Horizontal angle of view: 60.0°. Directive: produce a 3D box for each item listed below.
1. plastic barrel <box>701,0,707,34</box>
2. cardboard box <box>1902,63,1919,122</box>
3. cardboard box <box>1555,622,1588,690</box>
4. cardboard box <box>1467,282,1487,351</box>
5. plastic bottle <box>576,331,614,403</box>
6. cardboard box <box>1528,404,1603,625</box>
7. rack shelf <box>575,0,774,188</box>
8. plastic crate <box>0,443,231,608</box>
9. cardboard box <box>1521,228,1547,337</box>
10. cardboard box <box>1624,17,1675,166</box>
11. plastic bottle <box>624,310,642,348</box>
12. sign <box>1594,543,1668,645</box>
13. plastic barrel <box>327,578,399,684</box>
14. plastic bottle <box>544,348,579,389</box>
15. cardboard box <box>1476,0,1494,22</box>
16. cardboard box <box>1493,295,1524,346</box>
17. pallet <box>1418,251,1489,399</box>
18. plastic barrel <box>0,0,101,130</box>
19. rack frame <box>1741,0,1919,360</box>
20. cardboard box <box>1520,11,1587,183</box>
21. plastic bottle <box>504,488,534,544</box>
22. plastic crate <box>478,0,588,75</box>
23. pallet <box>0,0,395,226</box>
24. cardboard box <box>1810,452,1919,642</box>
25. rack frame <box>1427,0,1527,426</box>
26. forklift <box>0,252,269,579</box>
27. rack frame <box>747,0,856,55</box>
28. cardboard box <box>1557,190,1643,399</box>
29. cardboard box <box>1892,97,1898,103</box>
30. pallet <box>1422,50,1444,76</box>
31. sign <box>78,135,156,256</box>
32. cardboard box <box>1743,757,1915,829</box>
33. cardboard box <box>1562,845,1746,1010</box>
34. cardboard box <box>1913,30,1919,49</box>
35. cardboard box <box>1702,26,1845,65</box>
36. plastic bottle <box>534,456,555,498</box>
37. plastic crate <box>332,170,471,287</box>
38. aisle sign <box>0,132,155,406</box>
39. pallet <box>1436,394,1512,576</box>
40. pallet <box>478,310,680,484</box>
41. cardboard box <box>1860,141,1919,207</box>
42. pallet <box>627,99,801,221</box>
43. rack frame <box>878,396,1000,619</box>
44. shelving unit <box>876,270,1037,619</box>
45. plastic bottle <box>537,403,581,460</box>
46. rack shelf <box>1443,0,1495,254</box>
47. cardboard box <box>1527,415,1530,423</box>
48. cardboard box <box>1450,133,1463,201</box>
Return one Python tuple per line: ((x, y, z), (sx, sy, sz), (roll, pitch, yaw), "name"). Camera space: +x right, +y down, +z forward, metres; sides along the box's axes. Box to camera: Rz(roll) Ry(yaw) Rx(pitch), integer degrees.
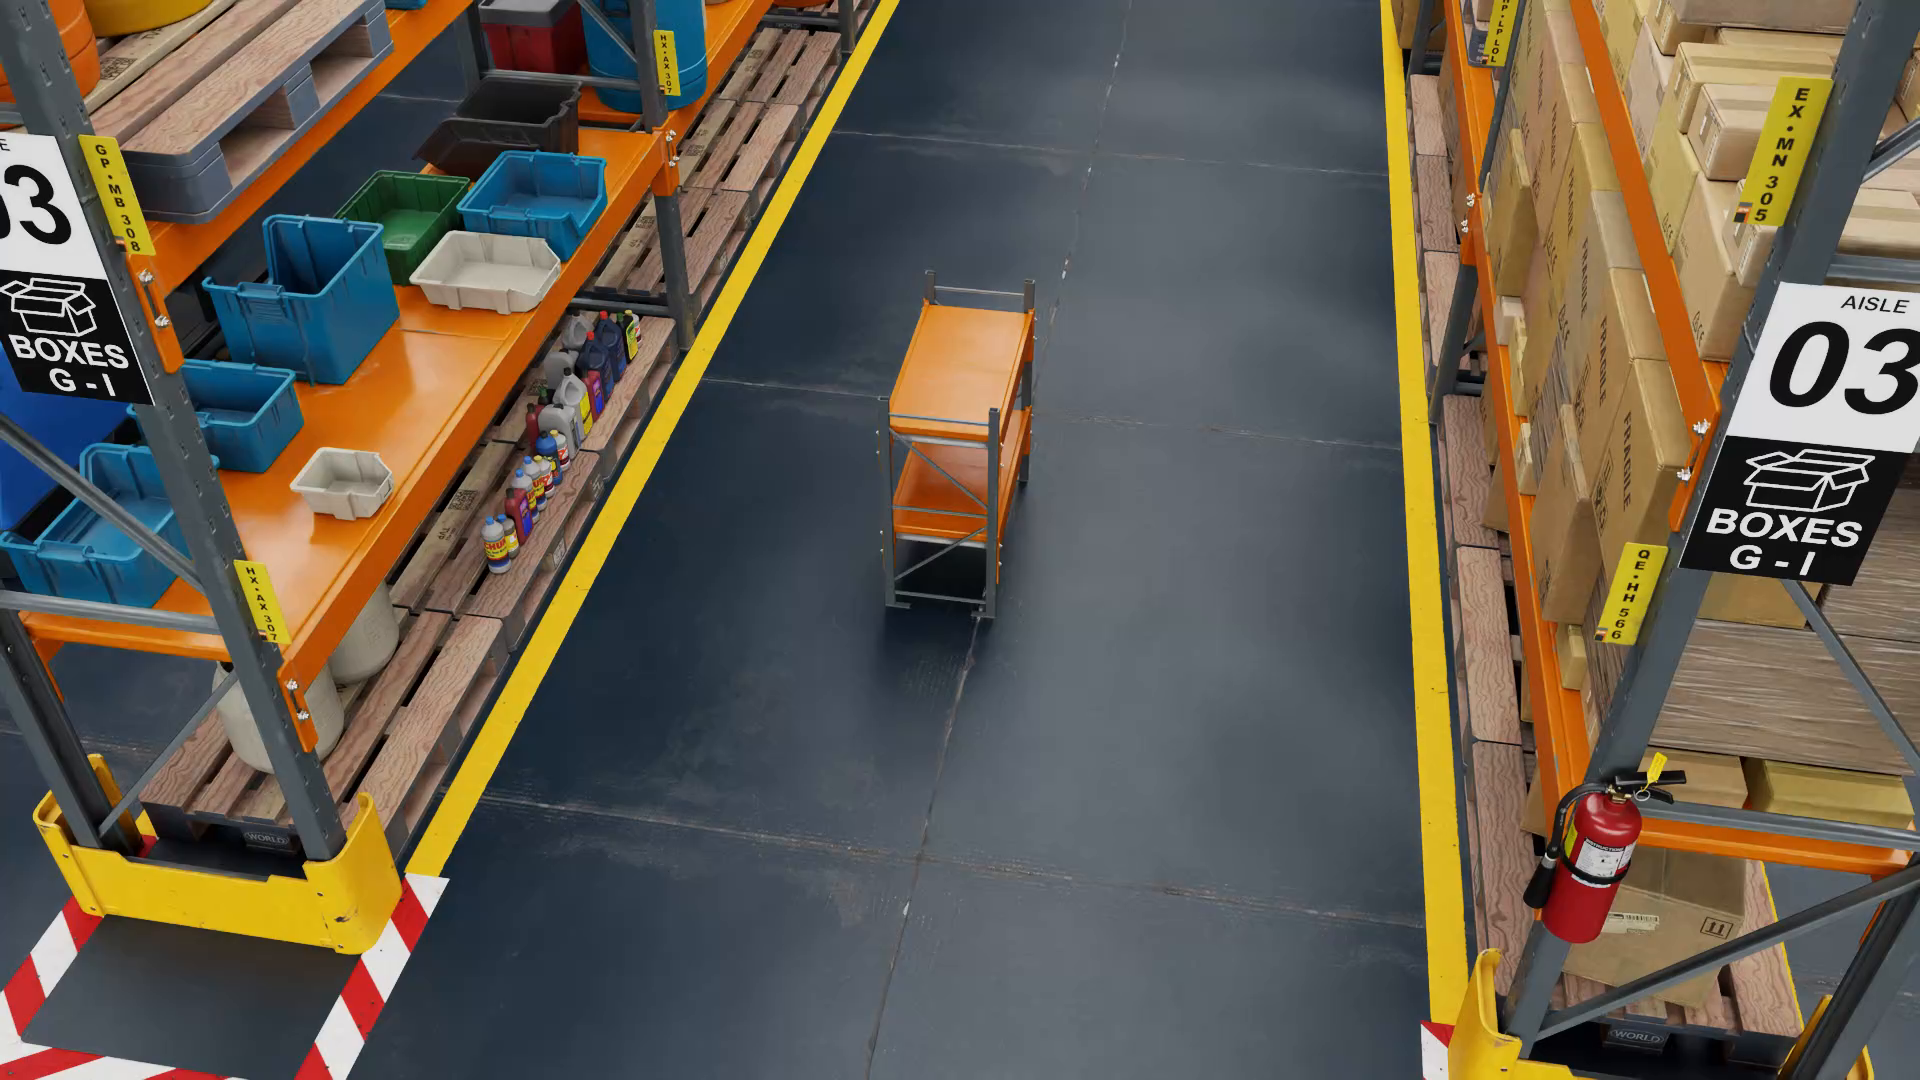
((-1.582, -2.905, 8.900), (0.433, 0.535, 0.433), (0, 40, 0), "plastic barrel")
((2.678, -1.106, 4.282), (0.380, 0.149, 0.250), (8, 40, 9), "cardboard box")
((2.105, 0.356, 5.260), (0.380, 0.149, 0.250), (6, 40, 8), "cardboard box")
((3.042, -1.319, 8.705), (0.700, 0.500, 0.500), (4, 40, 4), "cardboard box")
((-1.824, -0.869, 8.277), (0.144, 0.351, 0.185), (5, 40, 5), "plastic bottle")
((2.313, -0.042, 5.232), (0.875, 0.500, 0.500), (6, 40, 8), "cardboard box")
((-1.617, -3.254, 9.994), (1.077, 0.370, 4.000), (6, 40, 8), "rack shelf")
((-2.863, -0.056, 5.677), (0.499, 0.251, 0.616), (6, 40, 8), "plastic crate")
((2.668, -0.973, 6.358), (0.875, 0.500, 0.500), (6, 40, 8), "cardboard box")
((2.237, -1.283, 4.808), (0.500, 0.250, 0.500), (7, 40, 9), "cardboard box")
((-1.719, -1.105, 8.681), (0.097, 0.201, 0.097), (0, 40, 0), "plastic bottle")
((1.680, 0.138, 4.169), (0.100, 0.325, 0.005), (6, 40, 8), "sign")
((-2.530, 0.295, 6.759), (0.421, 0.512, 0.421), (0, 40, 0), "plastic barrel")
((-1.974, -0.840, 8.302), (0.152, 0.276, 0.135), (6, 40, 8), "plastic bottle")
((3.124, -3.030, 8.747), (0.797, 0.503, 0.637), (10, 41, 12), "cardboard box")
((2.392, -0.906, 6.786), (0.380, 0.149, 0.250), (6, 40, 8), "cardboard box")
((3.048, -1.144, 9.065), (1.003, 0.211, 1.213), (6, 40, 8), "pallet")
((-2.696, -1.569, 4.369), (0.600, 0.830, 0.708), (6, 40, 8), "plastic barrel")
((2.223, -1.532, 2.638), (1.000, 3.000, 0.127), (6, 40, 8), "rack frame")
((2.502, -1.700, 6.453), (0.500, 0.500, 0.500), (6, 40, 8), "cardboard box")
((-1.978, -0.132, 7.439), (0.061, 0.283, 0.133), (7, 40, 8), "plastic bottle")
((-2.181, -2.639, 8.634), (0.402, 0.464, 0.583), (6, 40, 8), "plastic crate")
((-2.416, -1.358, 4.929), (1.003, 0.211, 1.213), (6, 40, 8), "pallet")
((2.586, -0.074, 4.485), (0.500, 0.500, 0.500), (6, 40, 8), "cardboard box")
((2.915, -1.730, 7.586), (1.000, 3.000, 0.127), (6, 40, 8), "rack frame")
((-4.438, -1.899, 7.844), (1.130, 2.935, 3.031), (8, 40, 9), "forklift")
((-1.271, -4.787, 11.282), (1.000, 3.000, 0.127), (6, 40, 8), "rack frame")
((2.245, -0.759, 5.314), (0.500, 0.500, 0.500), (6, 40, 8), "cardboard box")
((2.734, -1.227, 4.740), (0.500, 0.250, 0.500), (6, 40, 8), "cardboard box")
((3.818, -3.652, 12.099), (1.003, 0.211, 1.213), (6, 40, 8), "pallet")
((-2.114, -0.862, 4.175), (0.100, 0.325, 0.005), (6, 40, 8), "sign")
((2.507, 0.724, 4.814), (0.380, 0.149, 0.250), (6, 40, 8), "cardboard box")
((2.347, 1.192, 5.684), (0.500, 0.500, 0.500), (14, 41, 16), "cardboard box")
((2.746, -1.624, 4.398), (0.500, 0.500, 0.500), (6, 40, 7), "cardboard box")
((2.249, -1.316, 4.536), (0.380, 0.149, 0.250), (7, 40, 8), "cardboard box")
((-1.941, -0.301, 7.707), (0.097, 0.201, 0.097), (0, 40, 0), "plastic bottle")
((-2.476, -1.374, 7.321), (0.450, 0.188, 0.662), (6, 40, 8), "plastic crate")
((-2.379, -0.691, 4.288), (0.394, 0.787, 0.004), (6, 40, 8), "aisle sign")
((2.834, -0.230, 7.960), (1.003, 0.211, 1.213), (6, 40, 8), "pallet")
((-2.120, -0.785, 8.630), (1.003, 0.211, 1.213), (6, 40, 8), "pallet")
((2.124, -0.831, 3.949), (0.380, 0.149, 0.250), (5, 40, 6), "cardboard box")
((-1.657, -2.467, 10.665), (1.003, 0.211, 1.213), (6, 40, 8), "pallet")
((-0.087, -0.119, 7.108), (0.500, 1.125, 0.032), (6, 40, 8), "rack frame")
((0.001, -0.438, 7.494), (0.538, 1.125, 1.048), (6, 40, 8), "shelving unit")
((-1.912, -0.536, 7.933), (0.152, 0.276, 0.135), (7, 40, 8), "plastic bottle")
((3.261, -2.708, 9.333), (1.077, 0.370, 4.000), (6, 40, 8), "rack shelf")
((2.337, -0.427, 6.206), (0.380, 0.149, 0.250), (6, 40, 8), "cardboard box")
((3.336, -2.318, 9.913), (0.700, 0.500, 0.500), (10, 41, 11), "cardboard box")
